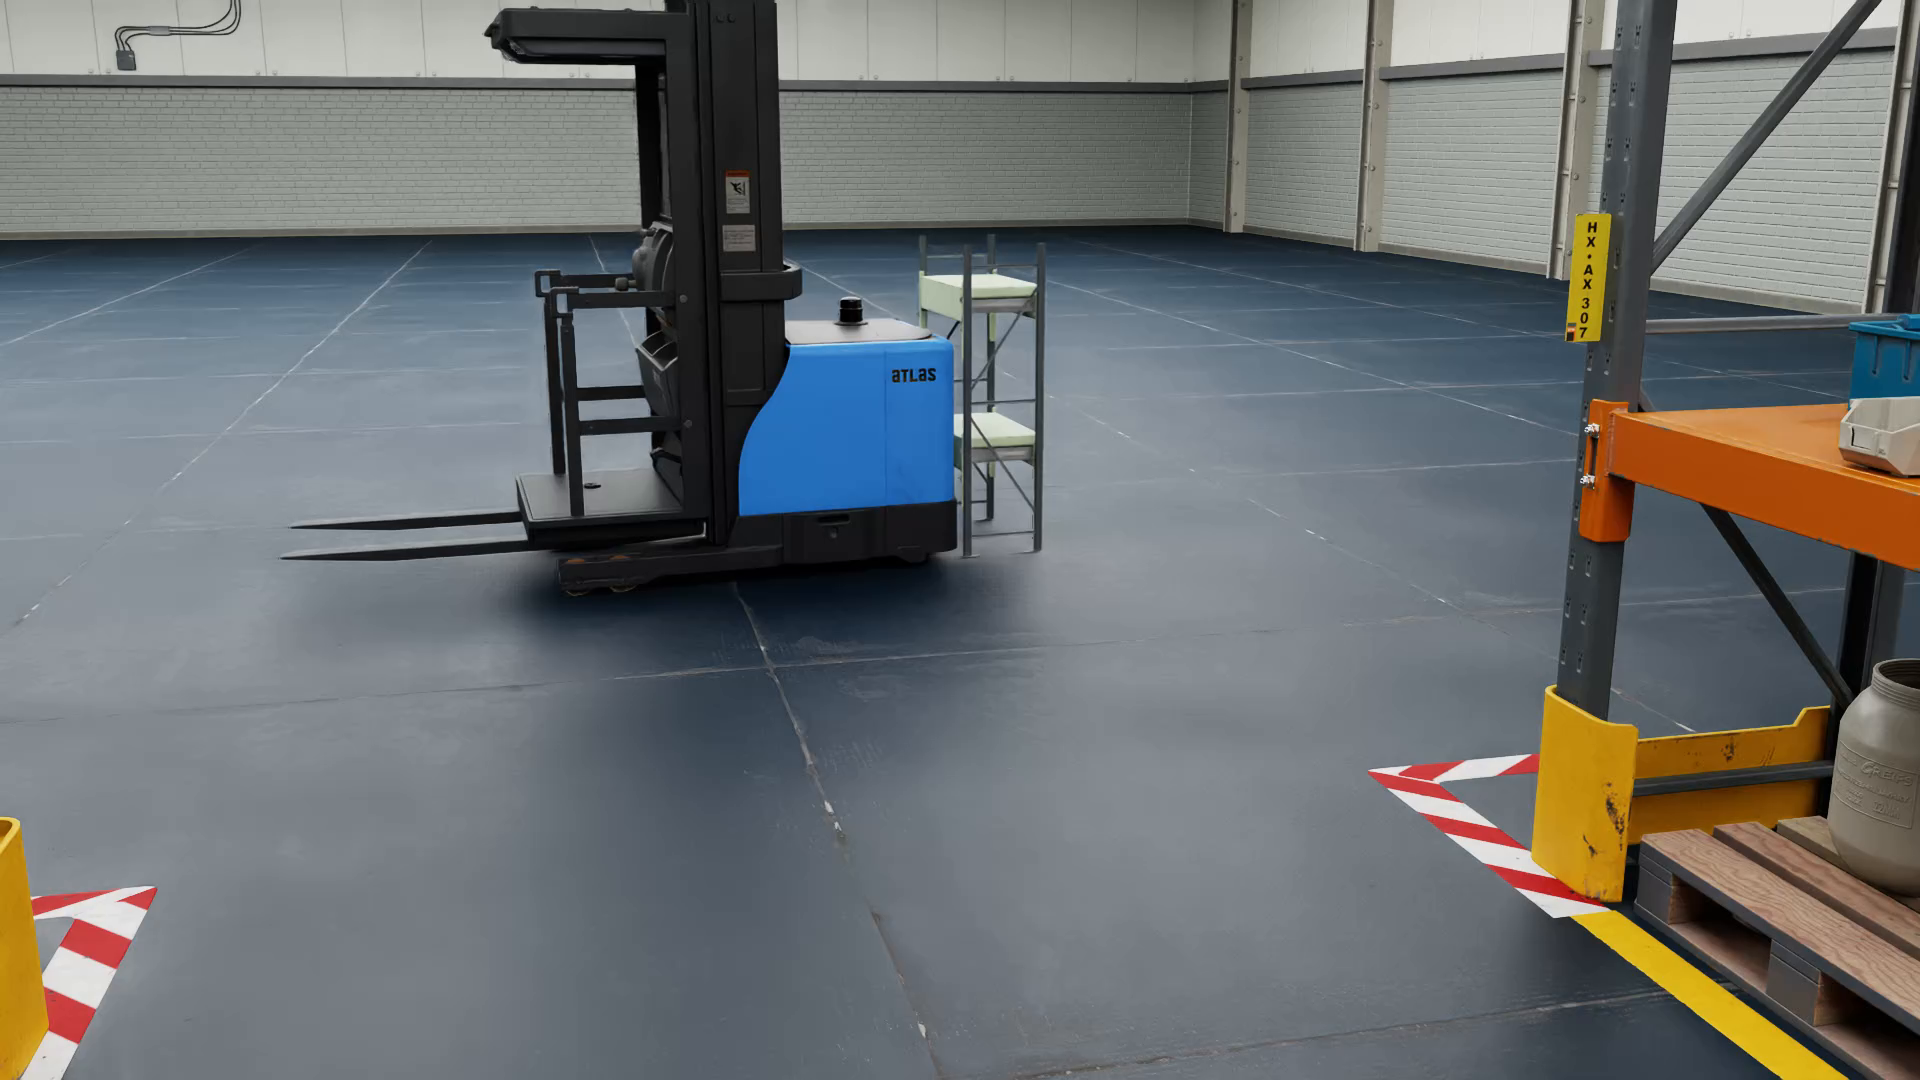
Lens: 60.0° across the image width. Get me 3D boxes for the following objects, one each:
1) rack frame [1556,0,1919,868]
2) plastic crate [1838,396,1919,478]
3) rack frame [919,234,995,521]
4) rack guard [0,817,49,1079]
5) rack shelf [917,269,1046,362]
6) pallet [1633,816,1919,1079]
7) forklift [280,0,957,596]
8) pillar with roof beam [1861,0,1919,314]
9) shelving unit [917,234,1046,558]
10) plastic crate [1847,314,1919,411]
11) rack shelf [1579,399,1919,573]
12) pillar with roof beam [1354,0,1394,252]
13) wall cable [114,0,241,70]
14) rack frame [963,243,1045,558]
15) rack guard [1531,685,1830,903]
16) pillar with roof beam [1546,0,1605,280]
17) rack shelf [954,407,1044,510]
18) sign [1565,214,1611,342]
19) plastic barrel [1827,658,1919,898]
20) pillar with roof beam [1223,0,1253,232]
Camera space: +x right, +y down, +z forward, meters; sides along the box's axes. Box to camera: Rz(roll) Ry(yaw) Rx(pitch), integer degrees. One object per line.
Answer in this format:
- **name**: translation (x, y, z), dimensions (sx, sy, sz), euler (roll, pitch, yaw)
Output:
- **rack frame**: translation (2.154, -0.570, 4.440), dimensions (1.000, 3.000, 0.127), euler (-3, 14, -13)
- **plastic crate**: translation (2.052, -0.217, 3.552), dimensions (0.298, 0.136, 0.250), euler (-3, 14, -13)
- **rack frame**: translation (-0.014, -0.822, 8.630), dimensions (0.400, 1.500, 0.023), euler (-4, 14, -17)
- **rack guard**: translation (-2.642, 0.938, 3.535), dimensions (1.175, 0.500, 0.348), euler (-3, 14, -13)
- **rack shelf**: translation (0.097, -1.118, 8.198), dimensions (0.431, 0.370, 0.720), euler (-4, 14, -17)
- **pallet**: translation (2.404, 0.987, 3.941), dimensions (1.003, 0.211, 1.213), euler (-3, 14, -13)
- **forklift**: translation (-1.590, -1.314, 7.630), dimensions (3.031, 2.935, 1.130), euler (-4, 14, -17)
- **pillar with roof beam**: translation (5.787, -6.452, 15.873), dimensions (9.100, 9.000, 0.400), euler (-3, 14, -13)
- **shelving unit**: translation (0.097, -0.739, 8.291), dimensions (0.431, 1.500, 0.755), euler (-4, 14, -17)
- **plastic crate**: translation (2.563, -0.399, 4.053), dimensions (0.499, 0.251, 0.616), euler (-3, 14, -13)
- **rack shelf**: translation (2.624, 0.241, 2.636), dimensions (1.077, 0.370, 4.000), euler (-3, 14, -13)
- **pillar with roof beam**: translation (2.968, -9.220, 27.204), dimensions (9.100, 9.000, 0.400), euler (-3, 14, -13)
- **wall cable**: translation (-15.050, -12.019, 31.496), dimensions (2.305, 6.003, 0.169), euler (-3, 14, -13)
- **rack frame**: translation (0.208, -0.656, 7.952), dimensions (0.400, 1.500, 0.023), euler (-4, 14, -17)
- **rack guard**: translation (2.218, 0.659, 4.675), dimensions (1.175, 0.500, 0.348), euler (-3, 14, -13)
- **pillar with roof beam**: translation (4.378, -7.836, 21.539), dimensions (9.100, 9.000, 0.400), euler (-3, 14, -13)
- **rack shelf**: translation (0.097, -0.422, 8.368), dimensions (0.431, 0.370, 0.720), euler (-4, 14, -17)
- **sign**: translation (1.619, -0.675, 4.285), dimensions (0.100, 0.325, 0.005), euler (-3, 14, -13)
- **plastic barrel**: translation (2.383, 0.582, 4.081), dimensions (0.421, 0.512, 0.421), euler (0, 14, 0)
- **pillar with roof beam**: translation (1.559, -10.604, 32.870), dimensions (9.100, 9.000, 0.400), euler (-3, 14, -13)
